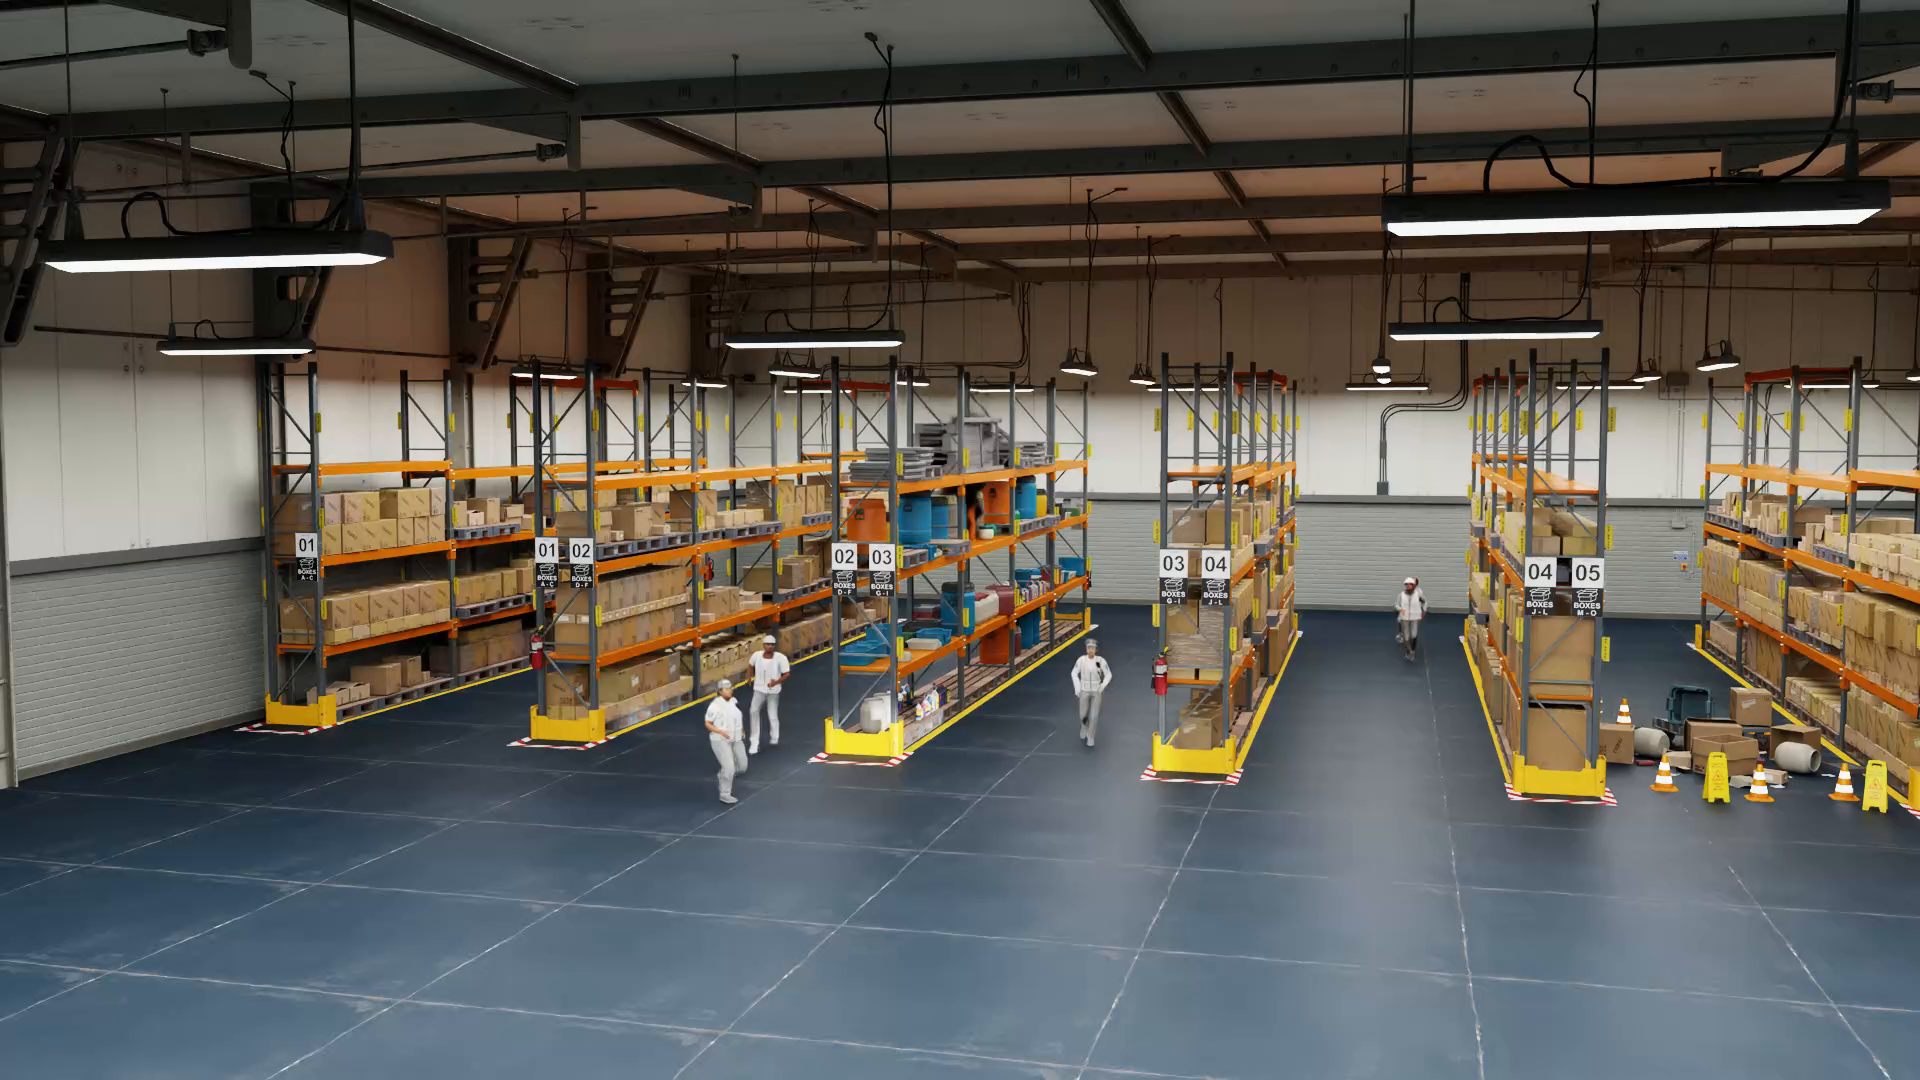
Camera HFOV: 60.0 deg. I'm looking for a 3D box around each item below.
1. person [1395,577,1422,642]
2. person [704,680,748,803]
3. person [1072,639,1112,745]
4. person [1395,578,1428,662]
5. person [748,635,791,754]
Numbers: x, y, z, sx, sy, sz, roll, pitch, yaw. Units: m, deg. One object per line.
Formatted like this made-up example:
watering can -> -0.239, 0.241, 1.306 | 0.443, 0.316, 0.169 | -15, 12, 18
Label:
person -> 10.178, 1.587, 37.647 | 0.622, 1.519, 0.572 | 2, 5, 29
person -> -3.084, 2.648, 21.979 | 0.555, 1.617, 0.604 | 4, 5, 42
person -> 2.051, 2.358, 25.872 | 0.633, 1.665, 0.542 | 0, 4, 6
person -> 9.460, 1.677, 34.923 | 0.664, 1.767, 0.670 | 2, 4, 23
person -> -2.940, 2.345, 25.455 | 0.704, 1.805, 0.770 | 0, 4, 6
